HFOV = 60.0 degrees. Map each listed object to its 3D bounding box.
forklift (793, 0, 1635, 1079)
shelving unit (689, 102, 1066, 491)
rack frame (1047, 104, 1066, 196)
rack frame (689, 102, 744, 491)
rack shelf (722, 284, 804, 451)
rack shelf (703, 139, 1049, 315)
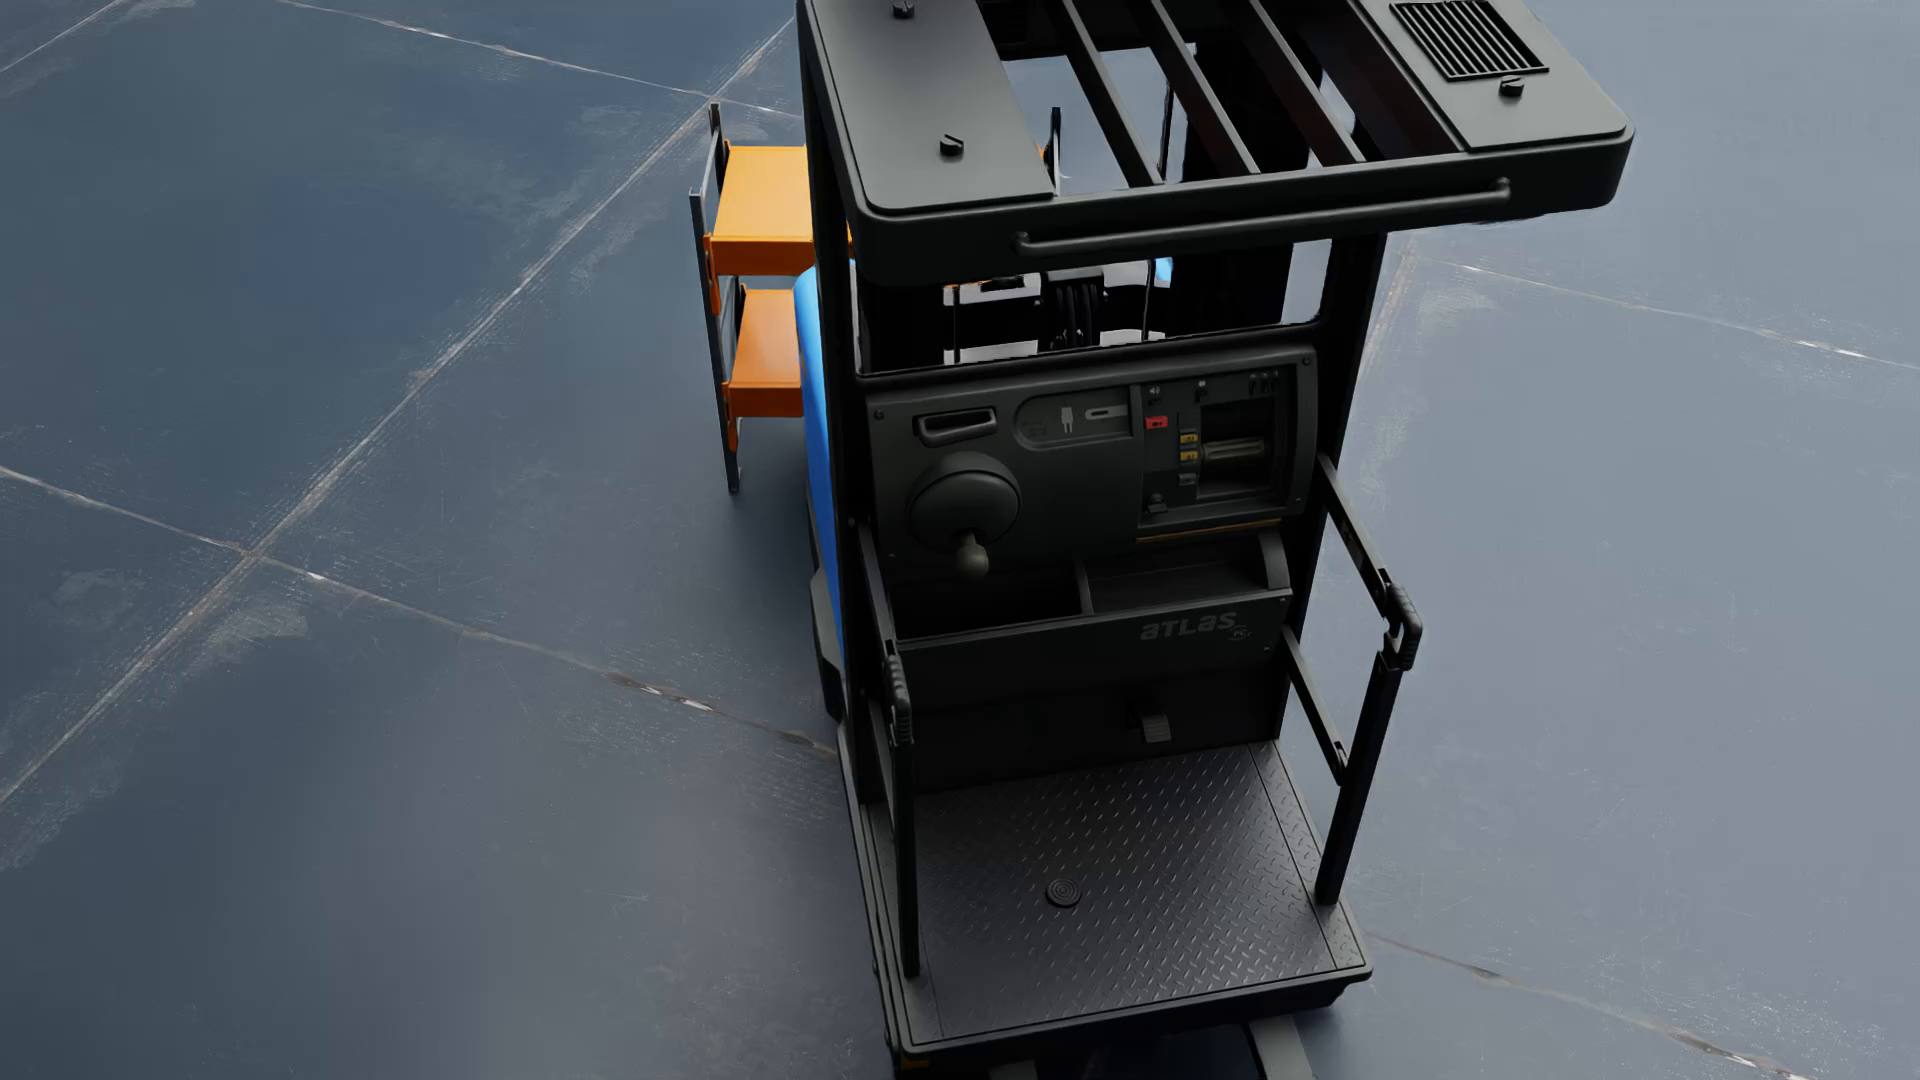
[{"bbox_3d":[0.321,-0.067,3.240,1.130,2.935,3.031,-8,45,-8],"label":"forklift"},{"bbox_3d":[-0.226,-0.730,5.186,1.048,1.125,0.538,0,45,0],"label":"shelving unit"},{"bbox_3d":[0.282,-0.726,5.182,0.032,1.125,0.500,0,45,0],"label":"rack frame"},{"bbox_3d":[-0.735,-0.734,5.190,0.032,1.125,0.500,0,45,0],"label":"rack frame"},{"bbox_3d":[-0.226,-0.557,5.359,1.000,0.278,0.538,0,45,0],"label":"rack shelf"},{"bbox_3d":[-0.226,-0.937,4.980,1.000,0.278,0.538,0,45,0],"label":"rack shelf"}]
